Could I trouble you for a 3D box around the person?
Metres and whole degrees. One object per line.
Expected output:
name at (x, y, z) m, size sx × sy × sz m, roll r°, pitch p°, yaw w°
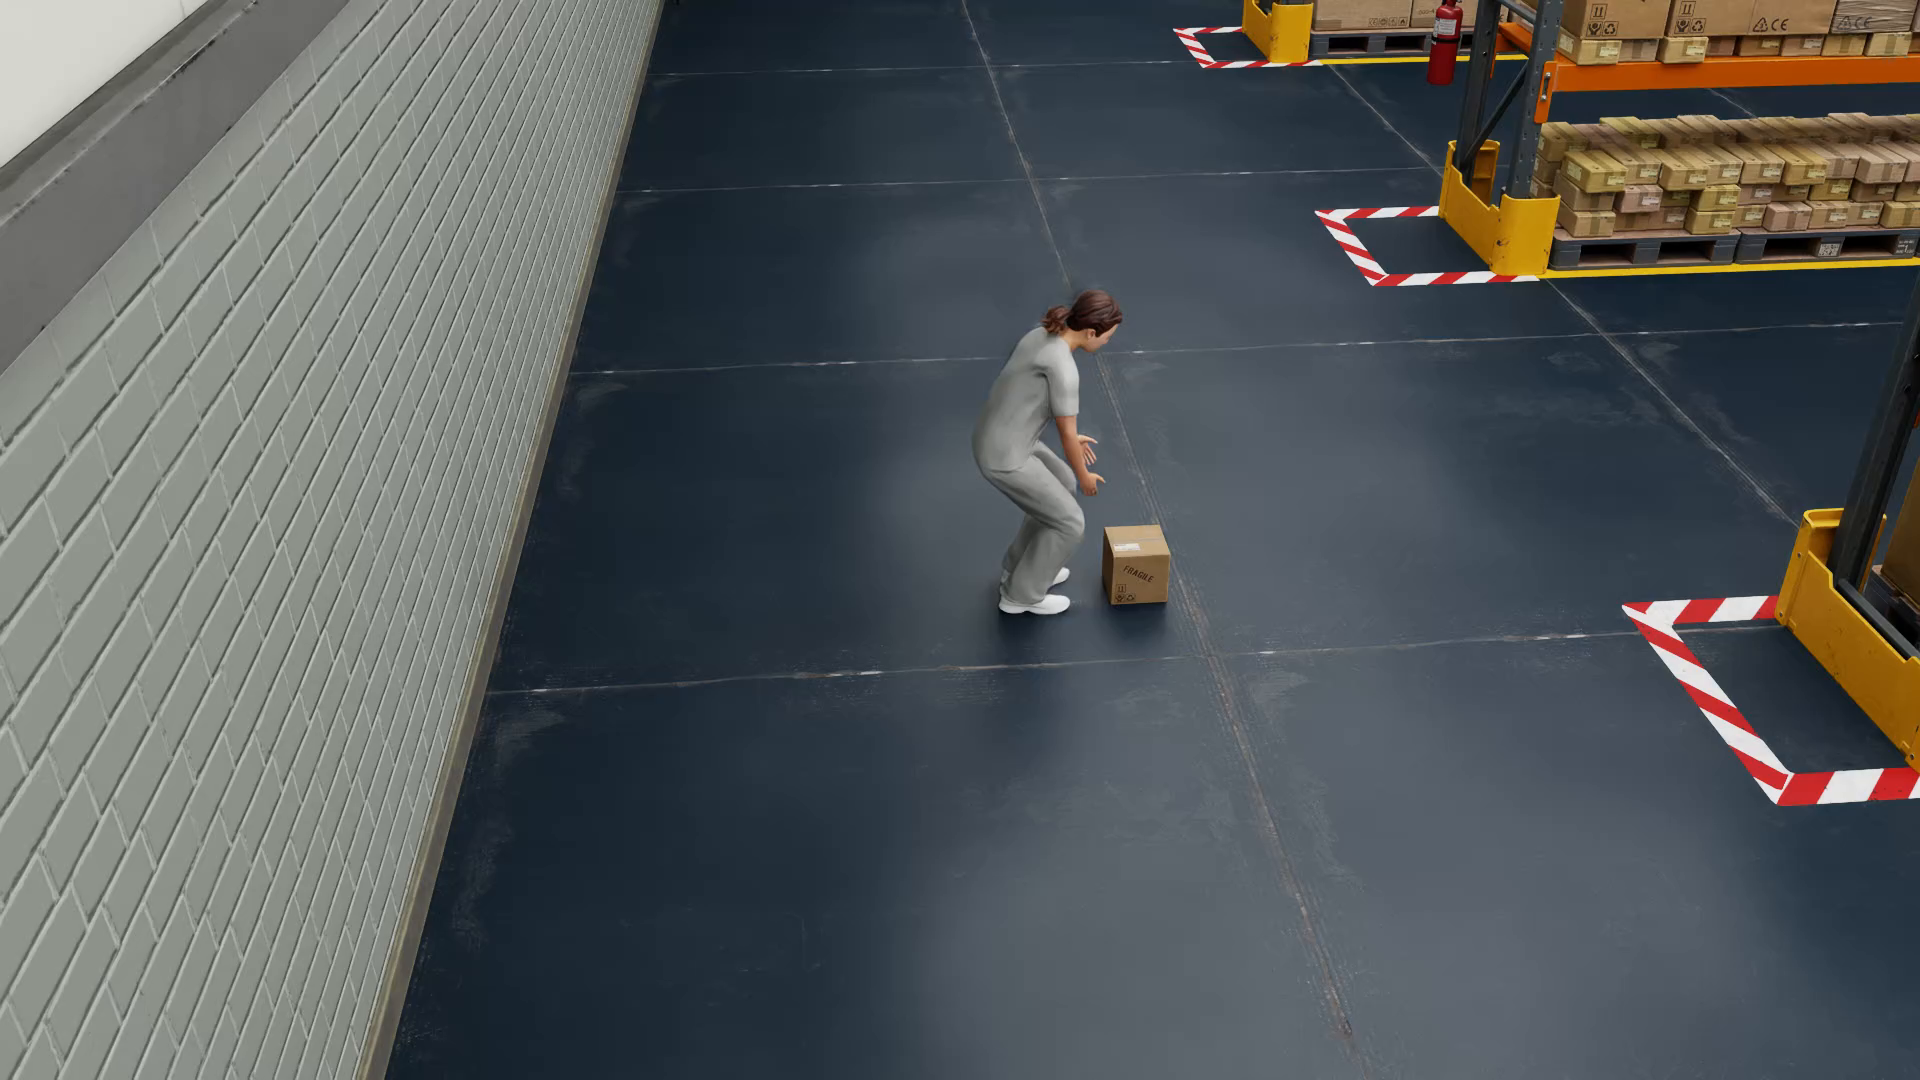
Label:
person at (0.352, -0.382, 7.020) m, size 0.616 × 1.417 × 0.490 m, roll -3°, pitch 31°, yaw -4°
